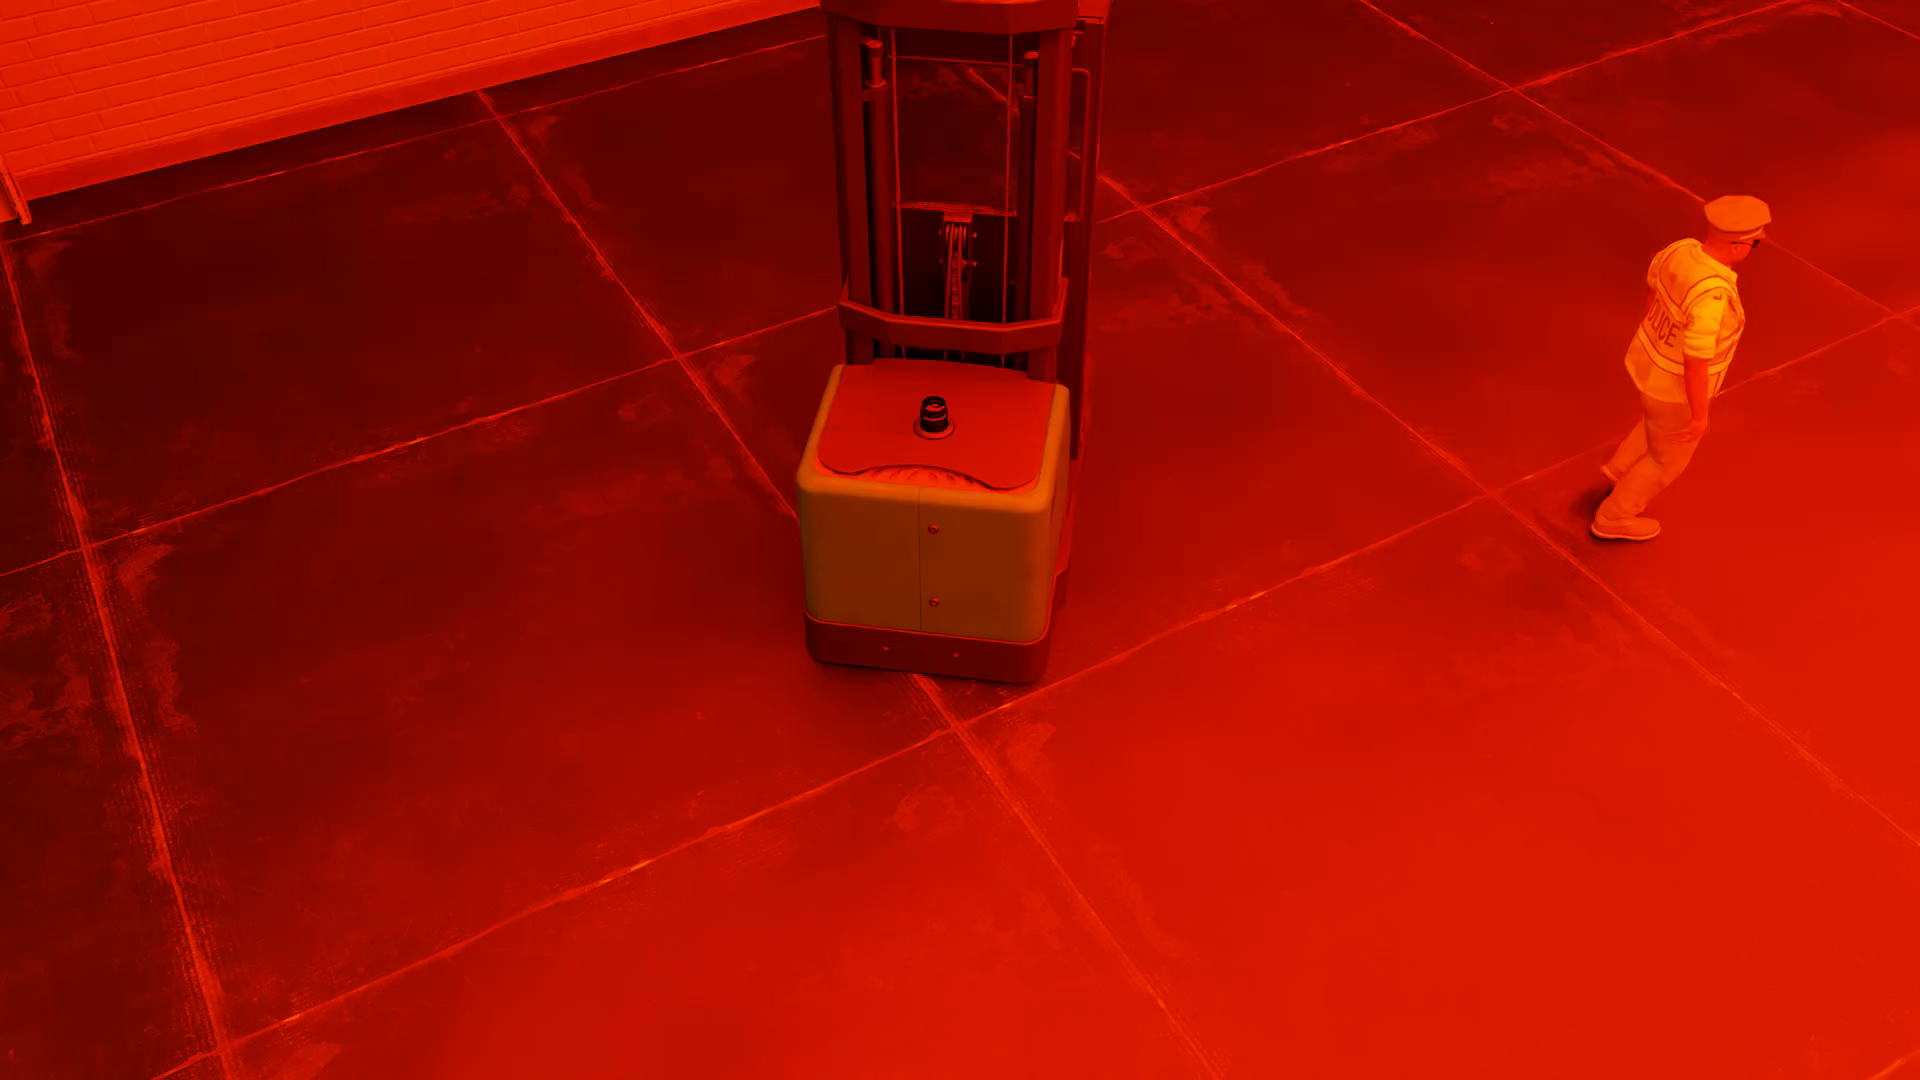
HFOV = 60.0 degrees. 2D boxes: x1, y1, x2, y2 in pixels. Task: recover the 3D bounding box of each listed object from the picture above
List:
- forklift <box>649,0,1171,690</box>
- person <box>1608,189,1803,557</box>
[{"bbox_3d":[-0.429,-1.380,7.186,1.130,2.935,3.031,-29,50,-27],"label":"forklift"},{"bbox_3d":[3.247,-0.740,7.368,0.446,1.750,0.587,-2,43,-2],"label":"person"}]
